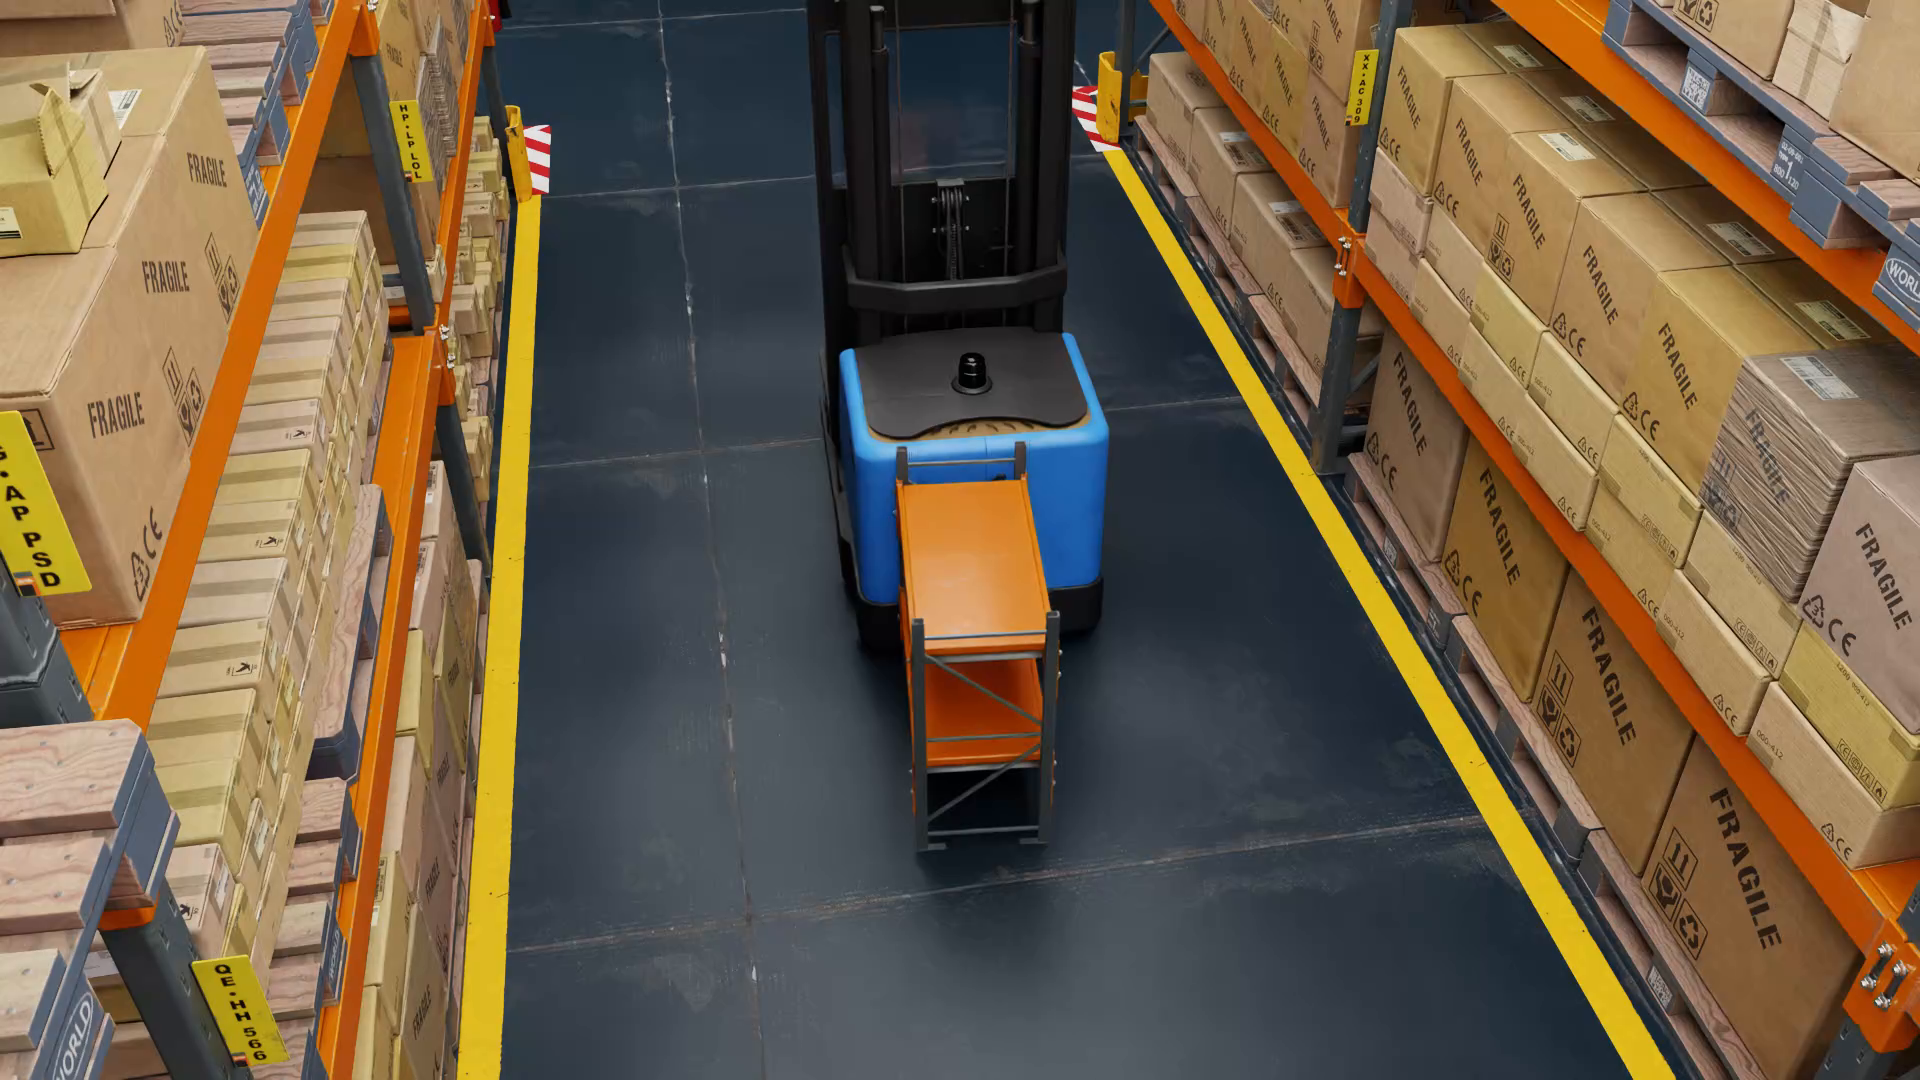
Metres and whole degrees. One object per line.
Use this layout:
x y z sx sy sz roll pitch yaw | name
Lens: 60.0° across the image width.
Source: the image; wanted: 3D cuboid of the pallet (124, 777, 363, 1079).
-2.153 1.084 4.066 1.213 0.211 1.003 -6 38 -8 | pallet

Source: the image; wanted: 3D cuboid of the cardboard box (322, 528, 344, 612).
-2.082 0.111 5.025 0.380 0.149 0.250 -7 38 -9 | cardboard box

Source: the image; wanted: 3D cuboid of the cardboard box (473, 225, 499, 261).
-2.756 -1.649 9.167 0.380 0.149 0.250 -6 38 -7 | cardboard box

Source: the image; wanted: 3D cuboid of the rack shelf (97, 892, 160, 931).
-1.573 1.735 1.214 1.077 0.370 4.000 -6 38 -8 | rack shelf

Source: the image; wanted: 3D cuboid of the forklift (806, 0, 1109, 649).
-0.110 -1.596 7.416 1.130 2.935 3.031 -5 38 -6 | forklift

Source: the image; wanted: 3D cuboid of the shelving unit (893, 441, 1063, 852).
0.046 0.394 6.326 0.538 1.125 1.048 -3 38 -4 | shelving unit

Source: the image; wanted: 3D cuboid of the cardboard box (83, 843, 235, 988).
-1.815 0.823 3.623 0.380 0.149 0.250 -6 38 -8 | cardboard box

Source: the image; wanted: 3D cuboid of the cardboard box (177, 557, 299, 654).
-1.997 0.192 4.436 0.380 0.149 0.250 -5 38 -6 | cardboard box

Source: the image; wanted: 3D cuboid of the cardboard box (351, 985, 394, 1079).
-1.806 1.510 4.446 0.500 0.250 0.500 -8 39 -10 | cardboard box

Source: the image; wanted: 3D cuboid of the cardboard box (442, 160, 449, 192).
-2.591 -1.724 7.728 0.380 0.149 0.250 -6 38 -7 | cardboard box

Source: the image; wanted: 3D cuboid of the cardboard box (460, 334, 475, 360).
-2.654 -1.018 8.355 0.380 0.149 0.250 -5 38 -6 | cardboard box

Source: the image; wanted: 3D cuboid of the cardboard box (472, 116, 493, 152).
-2.984 -2.387 9.875 0.380 0.149 0.250 -6 38 -7 | cardboard box

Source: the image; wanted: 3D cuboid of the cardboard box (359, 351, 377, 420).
-2.272 -0.529 5.849 0.380 0.149 0.250 -6 38 -8 | cardboard box

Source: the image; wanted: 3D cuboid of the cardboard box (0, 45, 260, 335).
-1.949 -0.773 3.774 0.500 0.500 0.500 -6 38 -8 | cardboard box

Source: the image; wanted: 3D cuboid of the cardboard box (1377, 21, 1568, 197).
2.025 -1.720 6.623 0.500 0.500 0.500 -6 38 -7 | cardboard box

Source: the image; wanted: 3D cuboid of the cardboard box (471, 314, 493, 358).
-2.640 -1.063 8.655 0.380 0.149 0.250 -7 38 -9 | cardboard box

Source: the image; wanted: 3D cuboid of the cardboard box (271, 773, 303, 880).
-1.898 0.743 4.210 0.380 0.149 0.250 -4 38 -6 | cardboard box

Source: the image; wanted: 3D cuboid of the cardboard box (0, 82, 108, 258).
-1.813 -0.685 3.036 0.396 0.266 0.258 -6 38 -8 | cardboard box

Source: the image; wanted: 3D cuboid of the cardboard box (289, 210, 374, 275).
-2.362 -1.069 6.059 0.380 0.149 0.250 -5 38 -6 | cardboard box

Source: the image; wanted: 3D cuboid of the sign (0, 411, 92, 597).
-1.376 -0.048 2.435 0.100 0.325 0.005 -6 38 -8 | sign

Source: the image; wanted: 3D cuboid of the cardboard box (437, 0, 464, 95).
-2.733 -2.399 8.069 0.500 0.500 0.500 -4 38 -6 | cardboard box

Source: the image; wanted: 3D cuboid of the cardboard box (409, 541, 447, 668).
-2.168 0.271 6.040 0.500 0.250 0.500 -5 38 -6 | cardboard box

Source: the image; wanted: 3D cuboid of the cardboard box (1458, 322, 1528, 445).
2.214 -0.605 6.207 0.500 0.250 0.500 -7 38 -8 | cardboard box

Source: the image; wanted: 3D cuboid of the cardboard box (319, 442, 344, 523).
-2.126 -0.158 5.129 0.380 0.149 0.250 -6 38 -8 | cardboard box

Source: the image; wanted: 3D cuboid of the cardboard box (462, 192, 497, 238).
-2.741 -1.767 9.076 0.380 0.149 0.250 -5 38 -6 | cardboard box

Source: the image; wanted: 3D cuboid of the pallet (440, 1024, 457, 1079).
-2.059 2.056 4.931 1.003 0.211 1.213 -6 38 -8 | pallet

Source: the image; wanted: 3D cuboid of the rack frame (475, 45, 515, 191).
-3.326 -3.405 9.688 1.000 3.000 0.127 -6 38 -8 | rack frame

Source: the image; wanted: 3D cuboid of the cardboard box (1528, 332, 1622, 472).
2.302 -0.500 5.663 0.500 0.250 0.500 -7 38 -9 | cardboard box

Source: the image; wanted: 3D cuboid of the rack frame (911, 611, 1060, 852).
0.086 0.705 5.926 0.500 1.125 0.032 -3 38 -4 | rack frame

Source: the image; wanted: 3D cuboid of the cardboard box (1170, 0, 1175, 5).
1.447 -3.415 9.619 0.500 0.500 0.500 -7 38 -9 | cardboard box

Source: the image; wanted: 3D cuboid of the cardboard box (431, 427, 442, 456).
-2.481 -0.494 7.438 0.380 0.149 0.250 -5 38 -6 | cardboard box

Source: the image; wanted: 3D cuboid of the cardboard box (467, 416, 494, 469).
-2.419 -0.444 7.858 0.380 0.149 0.250 -5 38 -7 | cardboard box

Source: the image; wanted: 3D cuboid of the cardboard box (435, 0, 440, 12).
-2.716 -2.769 7.730 0.500 0.500 0.500 -7 38 -10 | cardboard box

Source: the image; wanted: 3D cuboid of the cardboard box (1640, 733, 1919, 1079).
2.893 1.081 5.304 0.875 0.875 0.875 -7 38 -8 | cardboard box

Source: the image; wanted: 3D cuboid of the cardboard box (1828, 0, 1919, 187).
2.572 -1.134 3.896 0.700 0.500 0.500 -8 39 -10 | cardboard box

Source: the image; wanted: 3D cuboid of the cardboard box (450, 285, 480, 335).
-2.596 -1.132 8.259 0.380 0.149 0.250 -5 38 -7 | cardboard box

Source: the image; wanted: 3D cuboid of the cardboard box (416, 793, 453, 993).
-1.983 1.181 5.480 0.500 0.500 0.500 -7 38 -9 | cardboard box

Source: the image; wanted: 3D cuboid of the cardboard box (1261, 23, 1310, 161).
1.802 -2.185 8.036 0.500 0.500 0.500 -7 38 -9 | cardboard box

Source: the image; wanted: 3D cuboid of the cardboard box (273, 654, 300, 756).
-1.955 0.453 4.342 0.380 0.149 0.250 -6 38 -8 | cardboard box

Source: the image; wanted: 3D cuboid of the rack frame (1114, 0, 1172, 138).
1.530 -3.998 10.452 1.000 3.000 0.127 -6 38 -8 | rack frame

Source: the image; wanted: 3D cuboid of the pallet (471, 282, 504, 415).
-2.995 -1.028 8.901 1.003 0.211 1.213 -6 38 -8 | pallet

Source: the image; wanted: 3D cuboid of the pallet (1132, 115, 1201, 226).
1.747 -2.423 10.696 1.003 0.211 1.213 -6 38 -8 | pallet

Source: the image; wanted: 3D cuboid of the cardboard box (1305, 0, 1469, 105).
1.876 -2.272 7.333 0.500 0.500 0.500 -7 38 -8 | cardboard box

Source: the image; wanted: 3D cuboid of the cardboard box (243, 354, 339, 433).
-2.185 -0.443 5.253 0.380 0.149 0.250 -7 38 -9 | cardboard box

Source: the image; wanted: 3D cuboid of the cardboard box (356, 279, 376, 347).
-2.313 -0.795 5.948 0.380 0.149 0.250 -6 38 -8 | cardboard box

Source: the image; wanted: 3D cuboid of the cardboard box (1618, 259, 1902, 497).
2.405 -0.495 5.045 0.500 0.500 0.500 -6 38 -8 | cardboard box

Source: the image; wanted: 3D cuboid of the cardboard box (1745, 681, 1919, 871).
2.588 0.615 4.635 0.500 0.250 0.500 -7 38 -10 | cardboard box

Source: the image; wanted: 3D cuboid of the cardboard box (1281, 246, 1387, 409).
2.226 -1.127 8.502 0.875 0.438 0.875 -7 38 -9 | cardboard box

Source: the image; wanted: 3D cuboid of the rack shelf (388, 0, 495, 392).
-2.975 -1.913 8.354 1.077 0.370 4.000 -6 38 -8 | rack shelf
